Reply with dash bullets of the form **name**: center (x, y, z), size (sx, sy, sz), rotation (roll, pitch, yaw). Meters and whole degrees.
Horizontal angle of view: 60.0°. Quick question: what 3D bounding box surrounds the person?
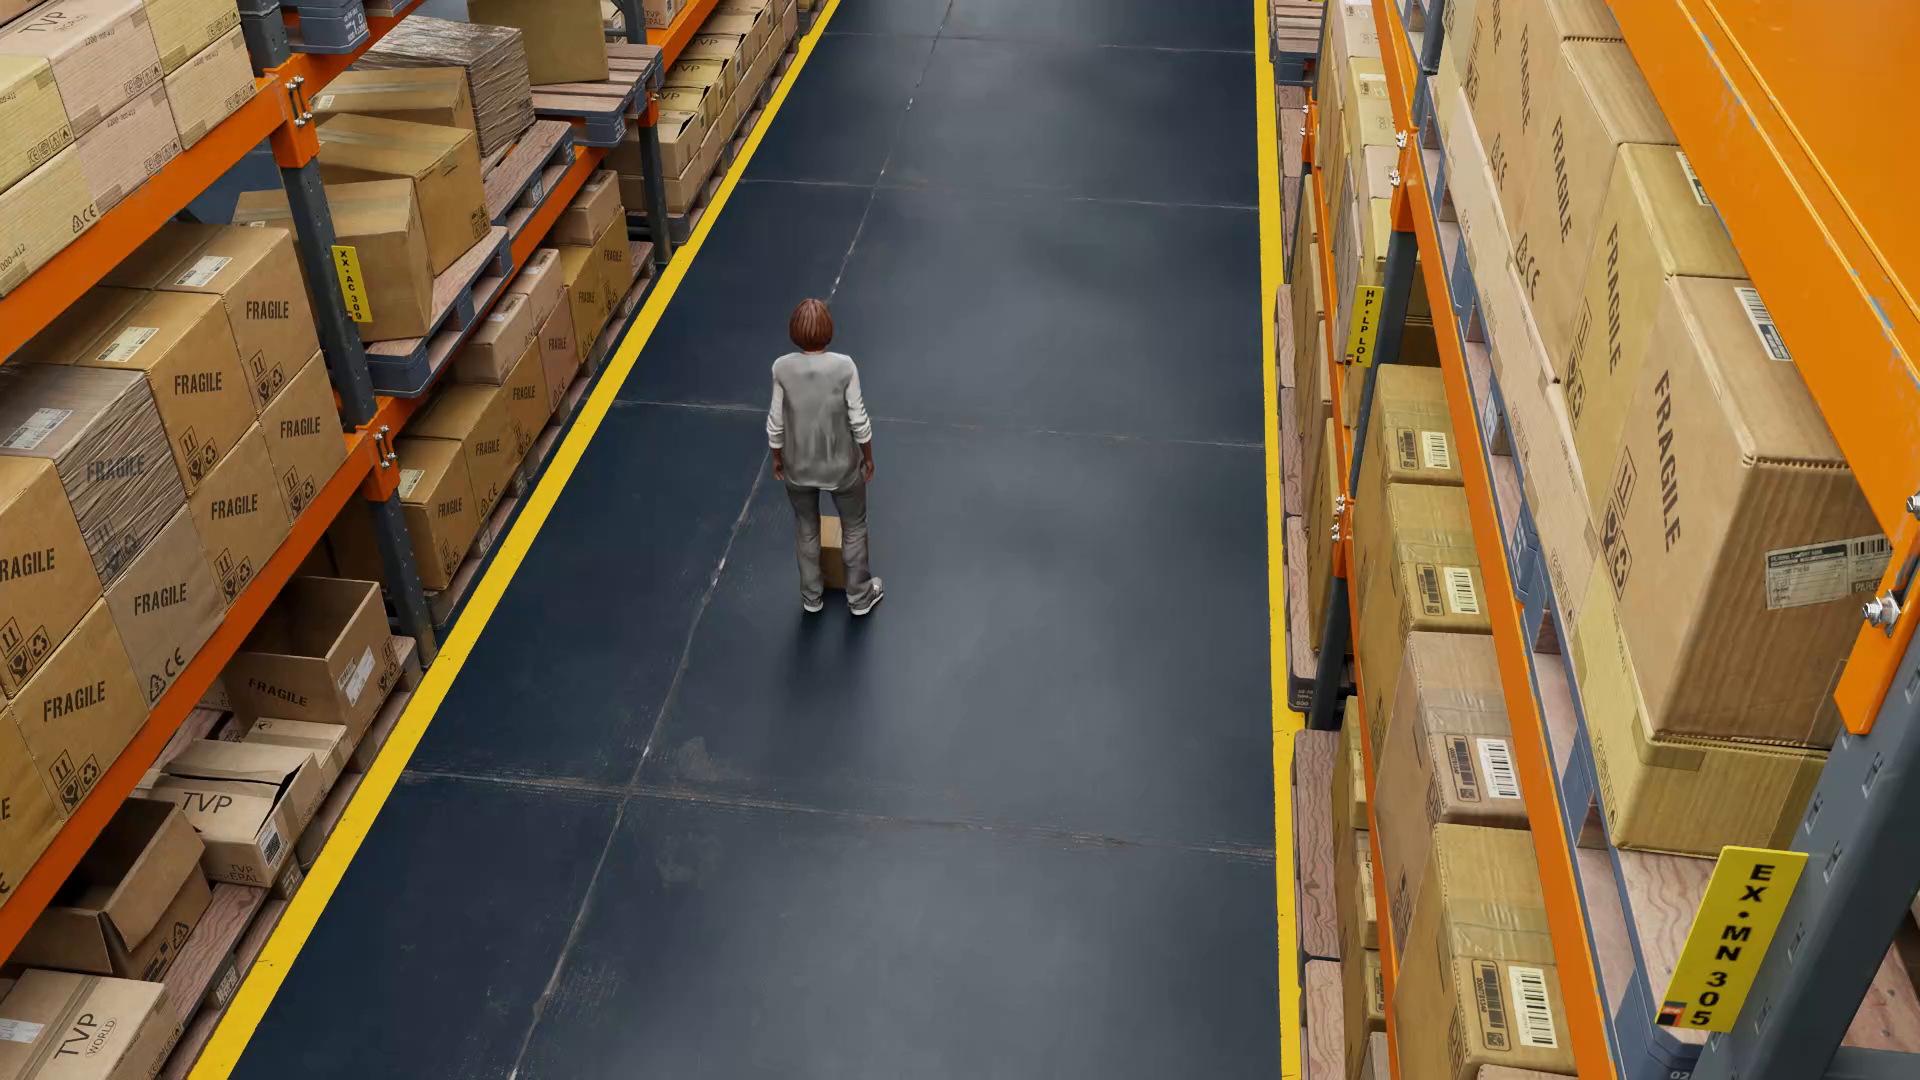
- **person**: center (-0.615, -0.326, 7.508), size (0.484, 1.564, 0.346), rotation (2, 37, 3)
